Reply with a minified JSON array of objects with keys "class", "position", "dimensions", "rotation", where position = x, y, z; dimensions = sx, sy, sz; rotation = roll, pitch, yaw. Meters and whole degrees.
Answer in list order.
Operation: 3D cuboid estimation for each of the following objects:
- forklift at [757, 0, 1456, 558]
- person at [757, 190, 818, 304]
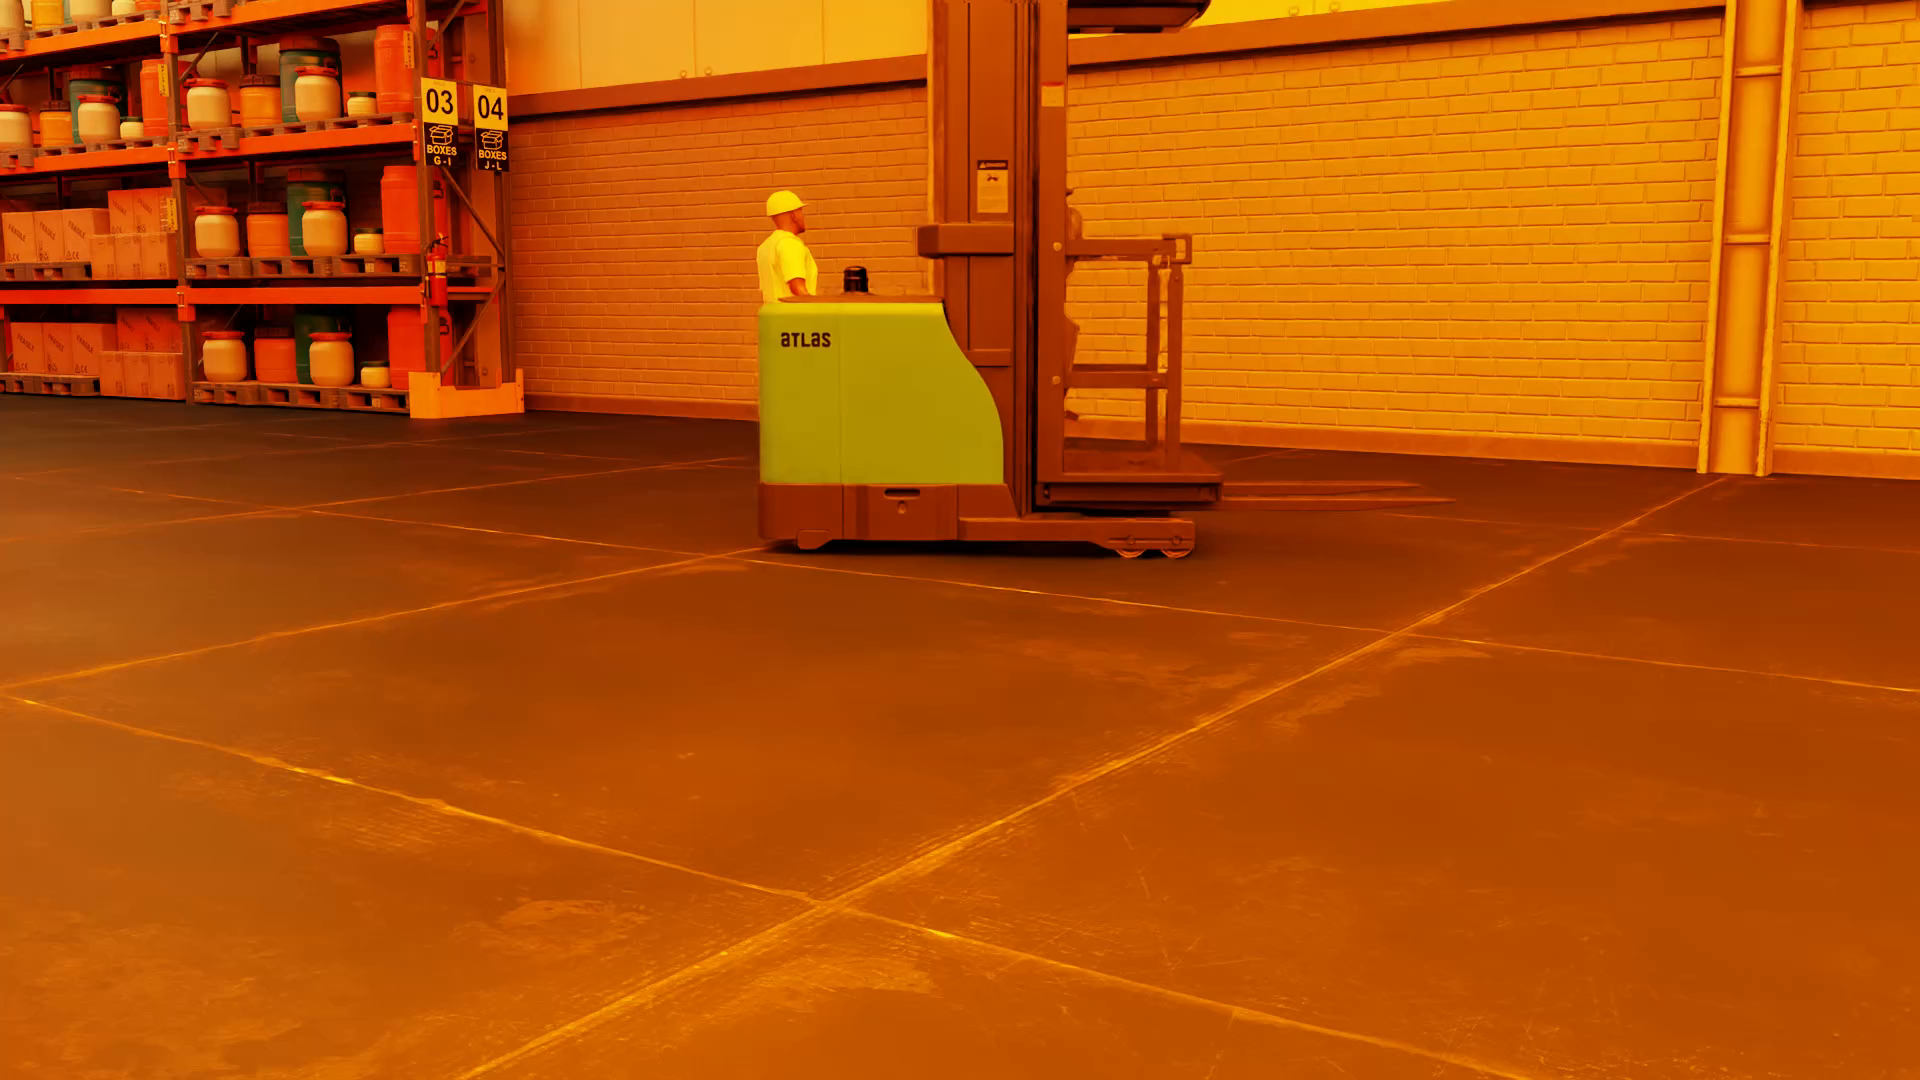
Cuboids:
[{"class":"forklift","position":[0.647,-1.451,7.395],"dimensions":[3.031,2.935,1.130],"rotation":[0,8,1]},{"class":"person","position":[-0.968,-1.317,10.545],"dimensions":[0.578,1.767,0.671],"rotation":[-4,9,-28]}]
